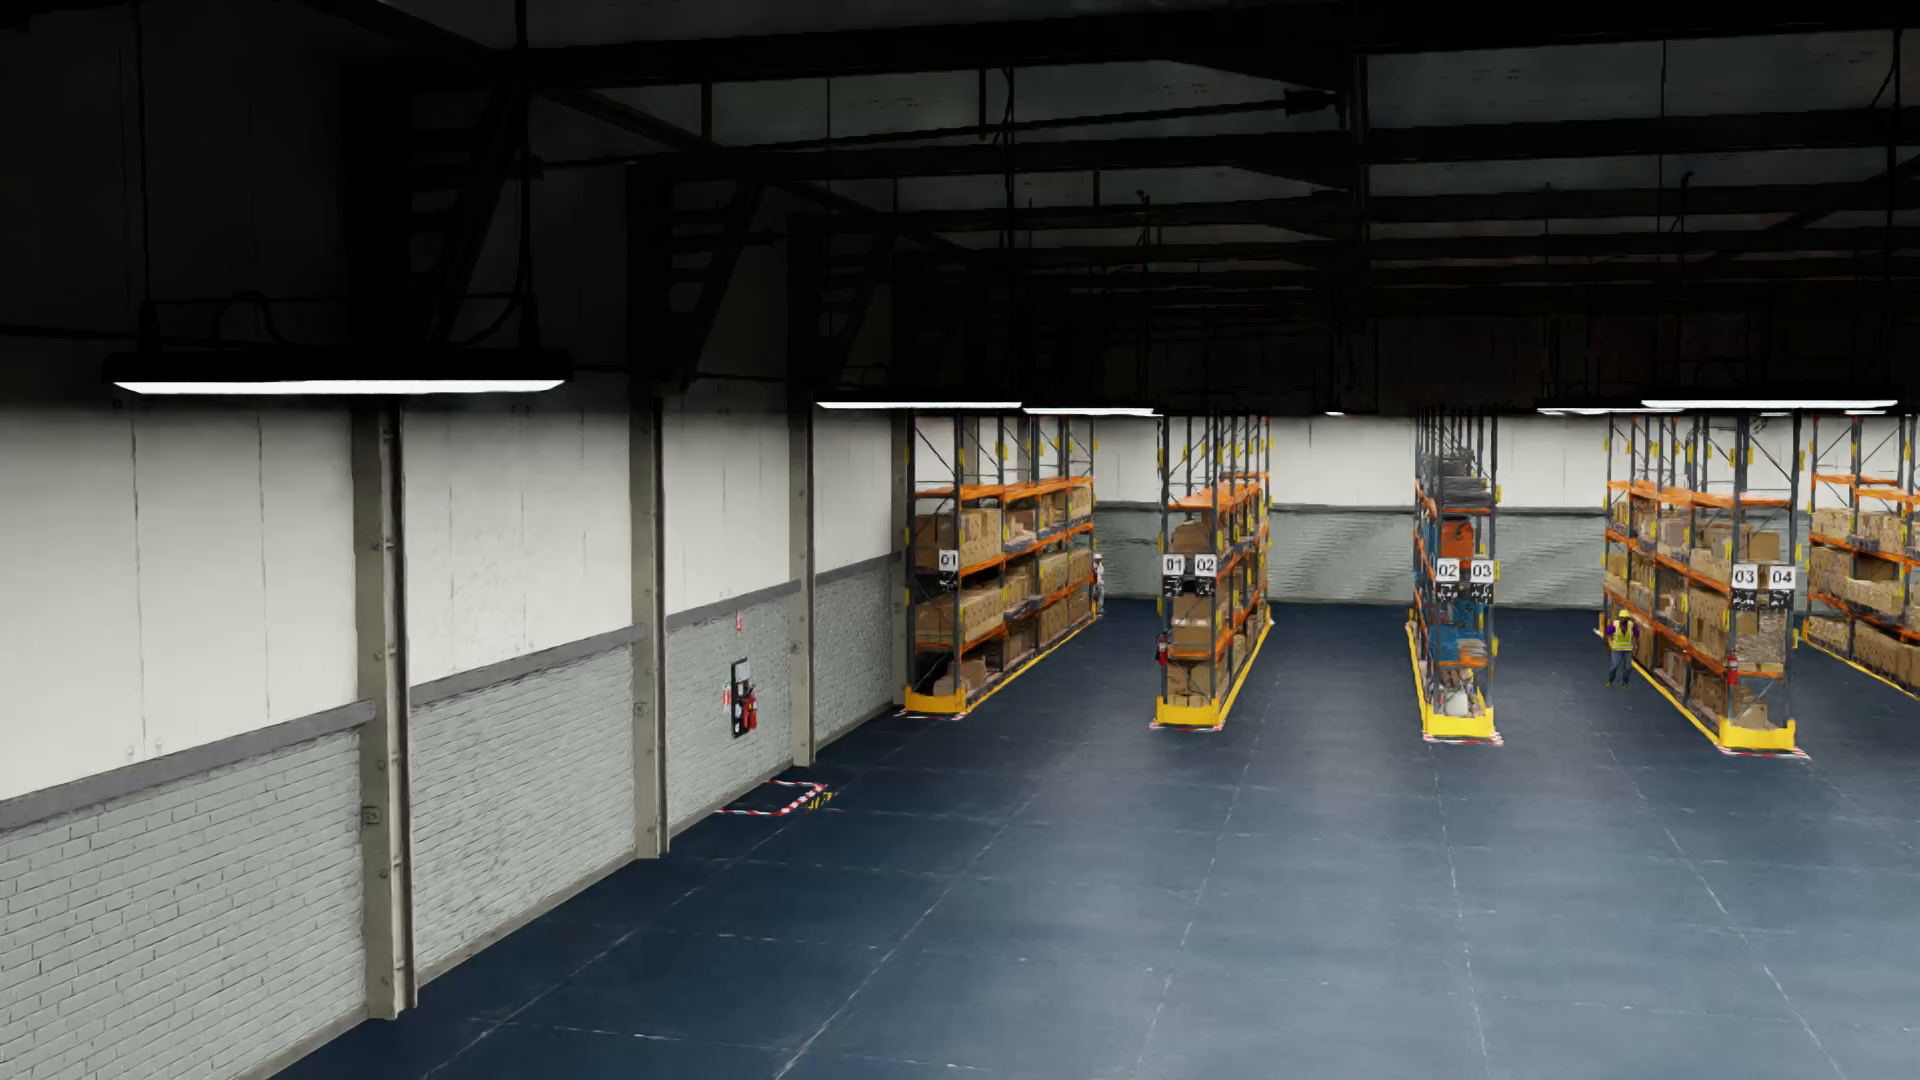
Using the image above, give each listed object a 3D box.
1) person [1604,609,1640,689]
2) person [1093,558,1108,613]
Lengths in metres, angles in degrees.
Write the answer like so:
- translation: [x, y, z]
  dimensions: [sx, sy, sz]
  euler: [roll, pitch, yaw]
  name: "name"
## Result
- translation: [14.003, 2.311, 35.211]
  dimensions: [0.706, 1.714, 0.578]
  euler: [1, 4, 12]
  name: "person"
- translation: [4.012, 1.287, 48.957]
  dimensions: [0.654, 1.735, 0.524]
  euler: [-3, 5, -39]
  name: "person"
